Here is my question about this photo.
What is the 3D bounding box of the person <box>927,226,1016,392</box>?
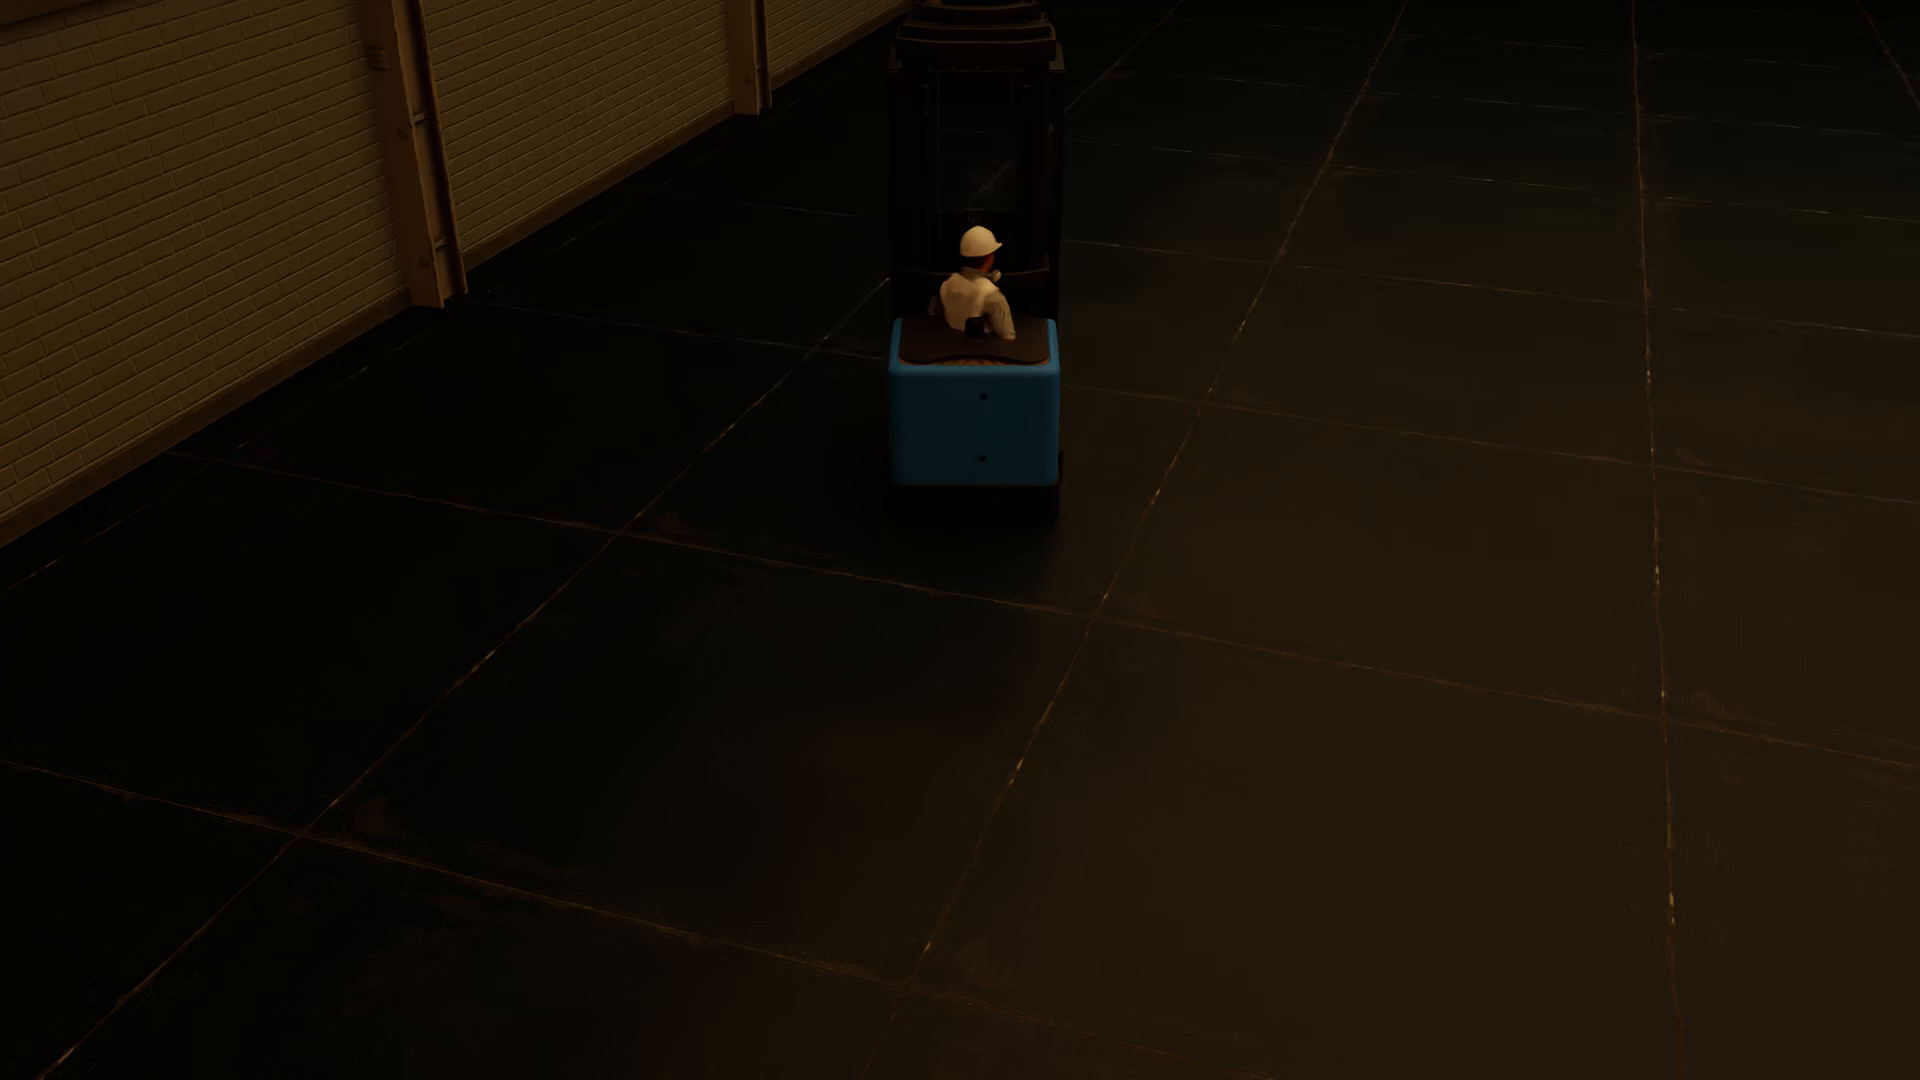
[{"bbox_3d":[0.188,-1.163,10.427,0.617,1.703,0.796,-26,38,-37],"label":"person"}]

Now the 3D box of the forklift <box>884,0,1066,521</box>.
[{"bbox_3d":[0.098,-2.078,10.781,1.130,2.935,3.031,0,30,1],"label":"forklift"}]
